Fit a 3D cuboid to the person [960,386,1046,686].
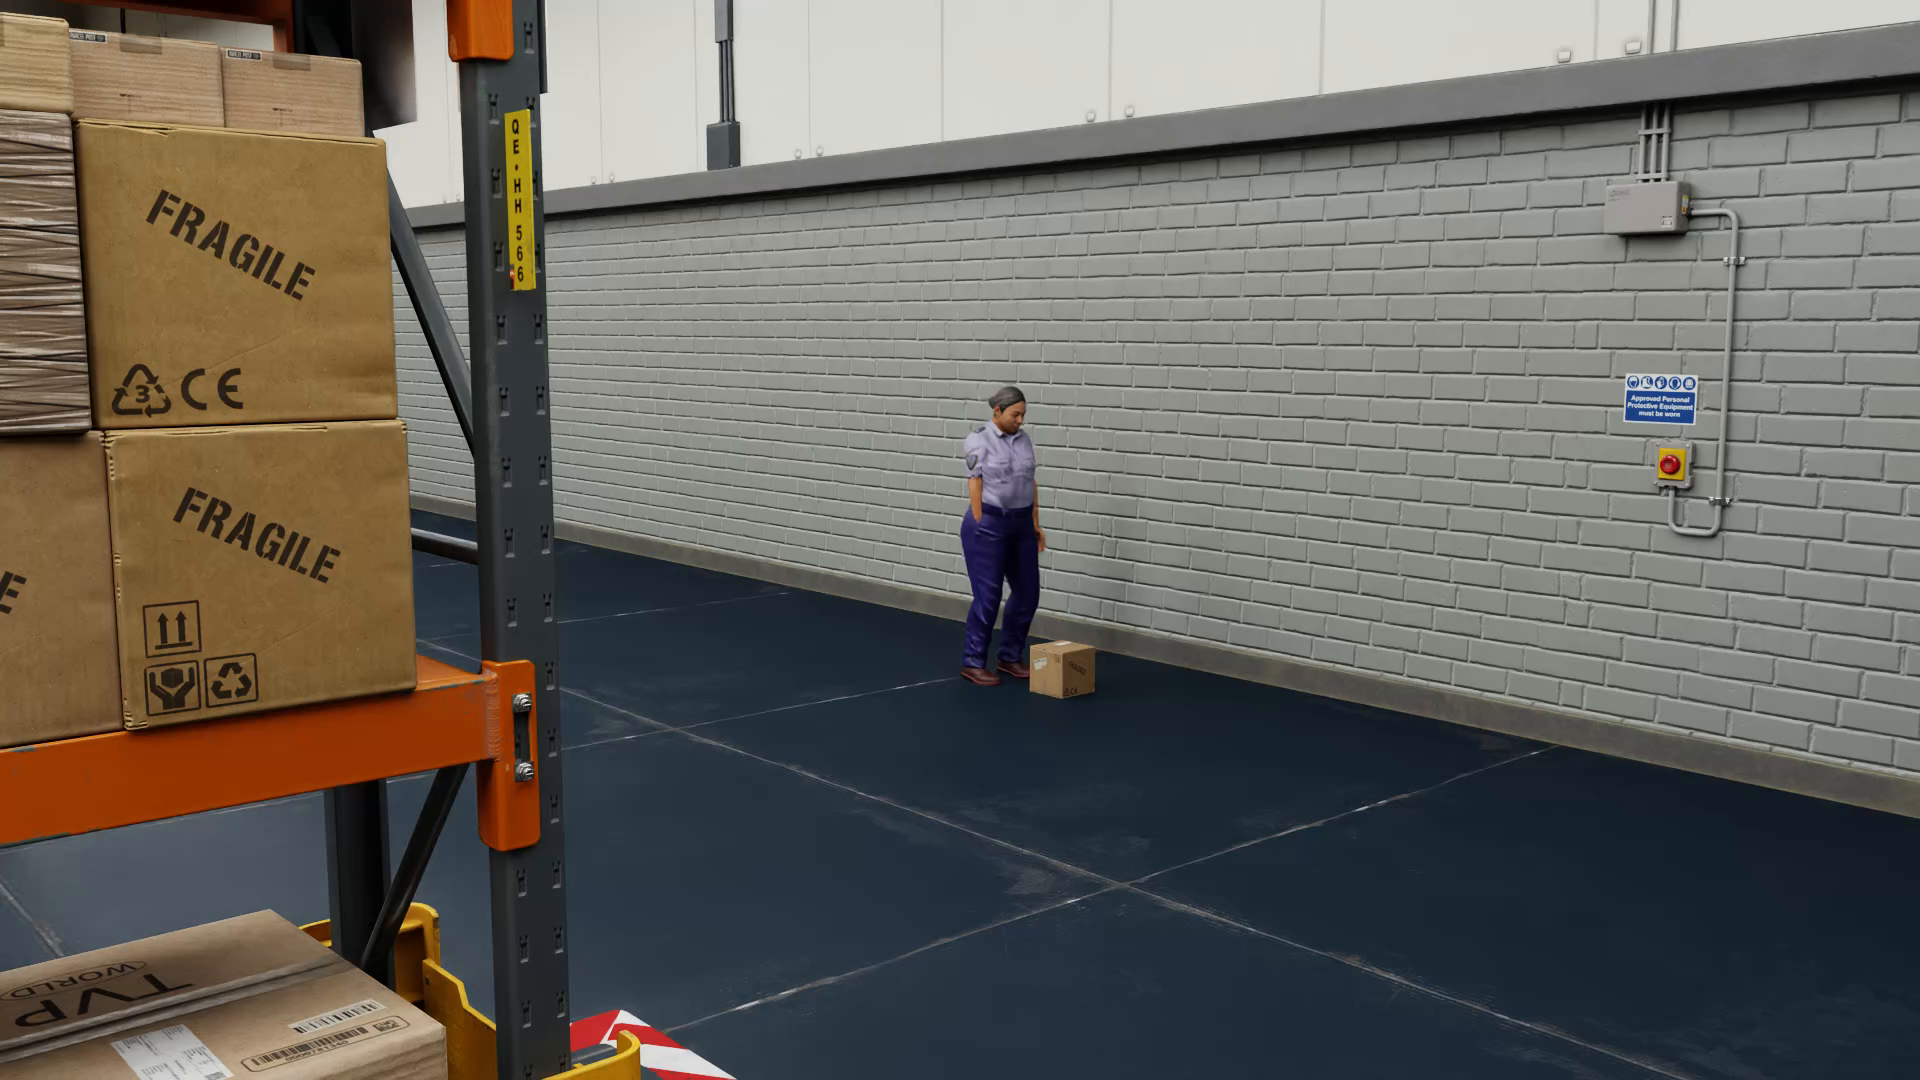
[{"bbox_3d":[0.236,-0.036,9.217,0.480,1.636,0.336,-6,10,-40],"label":"person"}]
